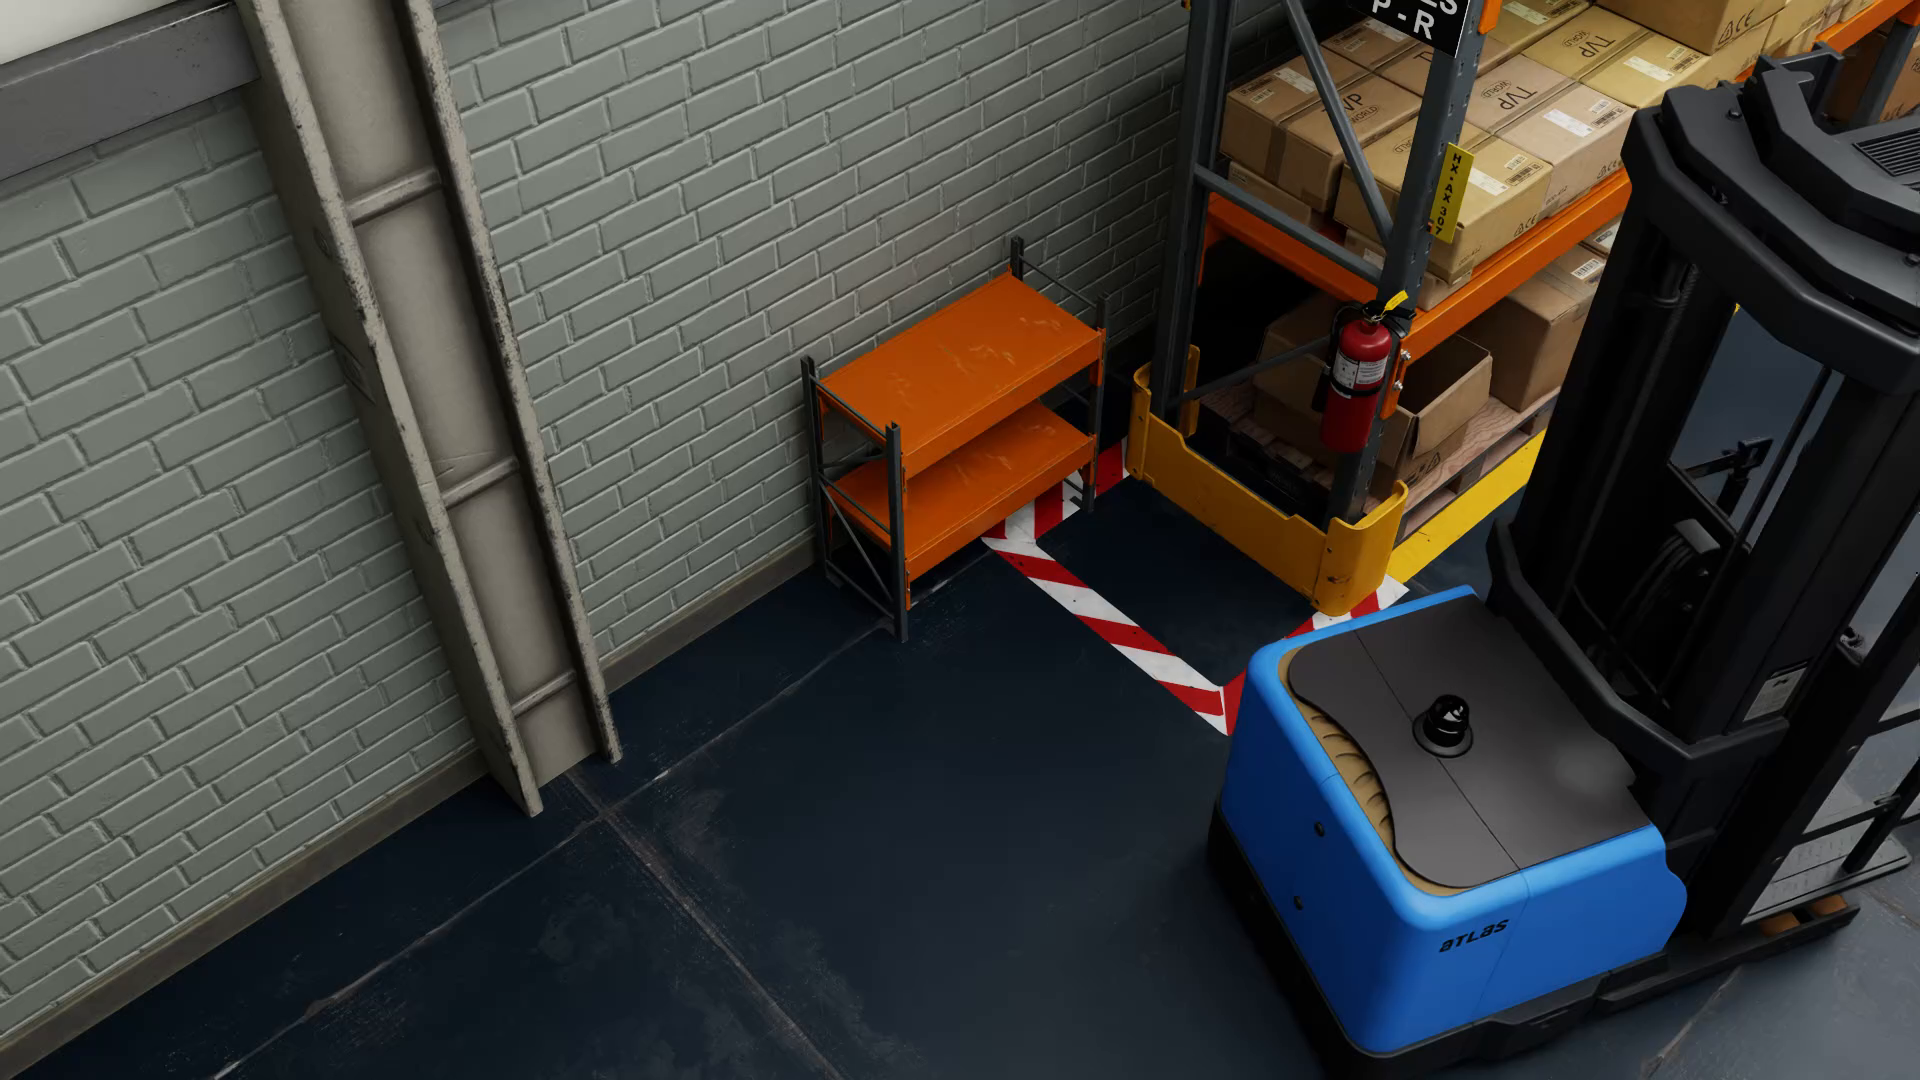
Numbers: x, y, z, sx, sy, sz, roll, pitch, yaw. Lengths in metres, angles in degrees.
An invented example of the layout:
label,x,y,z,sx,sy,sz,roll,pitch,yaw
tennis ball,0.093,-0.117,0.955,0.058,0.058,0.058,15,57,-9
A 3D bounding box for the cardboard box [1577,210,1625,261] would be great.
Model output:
label,x,y,z,sx,sy,sz,roll,pitch,yaw
cardboard box,2.768,-1.217,7.247,0.500,0.500,0.500,-33,55,-27

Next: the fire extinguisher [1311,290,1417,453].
label,x,y,z,sx,sy,sz,roll,pitch,yaw
fire extinguisher,1.336,-0.586,5.556,0.183,0.674,0.296,-34,56,-27

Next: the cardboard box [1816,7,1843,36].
label,x,y,z,sx,sy,sz,roll,pitch,yaw
cardboard box,3.461,-2.263,6.968,0.250,0.149,0.380,-32,55,-26

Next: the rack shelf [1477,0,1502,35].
label,x,y,z,sx,sy,sz,roll,pitch,yaw
rack shelf,2.614,-2.825,5.764,4.000,0.370,1.077,-34,56,-27

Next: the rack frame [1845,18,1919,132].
label,x,y,z,sx,sy,sz,roll,pitch,yaw
rack frame,4.094,-3.040,7.514,0.127,3.000,1.000,-34,56,-27

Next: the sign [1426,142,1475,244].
label,x,y,z,sx,sy,sz,roll,pitch,yaw
sign,1.499,-1.061,5.099,0.005,0.325,0.100,-34,56,-27

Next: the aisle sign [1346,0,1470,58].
label,x,y,z,sx,sy,sz,roll,pitch,yaw
aisle sign,1.281,-1.751,4.556,0.004,0.787,0.394,-34,56,-27

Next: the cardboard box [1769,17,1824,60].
label,x,y,z,sx,sy,sz,roll,pitch,yaw
cardboard box,3.291,-2.122,6.838,0.250,0.149,0.380,-35,56,-28

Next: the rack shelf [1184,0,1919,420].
label,x,y,z,sx,sy,sz,roll,pitch,yaw
rack shelf,2.614,-1.808,6.866,4.000,0.370,1.077,-34,56,-27

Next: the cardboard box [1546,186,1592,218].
label,x,y,z,sx,sy,sz,roll,pitch,yaw
cardboard box,2.118,-1.382,6.155,0.250,0.149,0.380,-32,55,-26

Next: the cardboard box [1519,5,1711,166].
label,x,y,z,sx,sy,sz,roll,pitch,yaw
cardboard box,2.397,-1.692,6.170,0.500,0.250,0.500,-35,56,-28

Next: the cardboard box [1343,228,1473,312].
label,x,y,z,sx,sy,sz,roll,pitch,yaw
cardboard box,1.562,-0.991,5.794,0.250,0.149,0.380,-34,56,-27

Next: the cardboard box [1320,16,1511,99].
label,x,y,z,sx,sy,sz,roll,pitch,yaw
cardboard box,1.678,-1.739,6.213,0.500,0.250,0.500,-34,56,-27

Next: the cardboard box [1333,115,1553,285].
label,x,y,z,sx,sy,sz,roll,pitch,yaw
cardboard box,1.651,-1.191,5.707,0.500,0.250,0.500,-33,56,-27

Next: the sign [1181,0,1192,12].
label,x,y,z,sx,sy,sz,roll,pitch,yaw
sign,0.776,-1.874,5.436,0.005,0.325,0.100,-34,56,-27

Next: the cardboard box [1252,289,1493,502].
label,x,y,z,sx,sy,sz,roll,pitch,yaw
cardboard box,1.651,-0.609,6.684,0.637,0.503,0.797,-36,57,-28

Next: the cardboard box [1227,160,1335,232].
label,x,y,z,sx,sy,sz,roll,pitch,yaw
cardboard box,1.199,-1.287,6.068,0.250,0.149,0.380,-34,56,-28

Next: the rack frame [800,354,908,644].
label,x,y,z,sx,sy,sz,roll,pitch,yaw
rack frame,-0.379,-0.126,6.101,0.032,1.125,0.500,-34,56,-27

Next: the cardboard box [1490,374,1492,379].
label,x,y,z,sx,sy,sz,roll,pitch,yaw
cardboard box,1.991,-0.678,6.989,0.250,0.149,0.380,-36,57,-28

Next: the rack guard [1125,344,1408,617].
label,x,y,z,sx,sy,sz,roll,pitch,yaw
rack guard,1.190,-0.253,6.643,0.348,0.500,1.175,-34,56,-27

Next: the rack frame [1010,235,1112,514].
label,x,y,z,sx,sy,sz,roll,pitch,yaw
rack frame,0.372,-0.630,6.566,0.032,1.125,0.500,-34,56,-27

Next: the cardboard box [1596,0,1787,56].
label,x,y,z,sx,sy,sz,roll,pitch,yaw
cardboard box,2.761,-2.187,6.116,0.500,0.500,0.500,-32,55,-26

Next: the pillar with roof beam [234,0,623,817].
label,x,y,z,sx,sy,sz,roll,pitch,yaw
pillar with roof beam,1.429,0.087,0.547,0.400,9.000,9.100,-34,56,-27

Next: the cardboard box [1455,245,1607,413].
label,x,y,z,sx,sy,sz,roll,pitch,yaw
cardboard box,2.309,-1.010,7.056,0.500,0.500,0.700,-32,55,-26

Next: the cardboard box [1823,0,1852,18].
label,x,y,z,sx,sy,sz,roll,pitch,yaw
cardboard box,3.520,-2.450,6.869,0.500,0.250,0.500,-34,56,-27

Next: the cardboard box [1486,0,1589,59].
label,x,y,z,sx,sy,sz,roll,pitch,yaw
cardboard box,2.048,-1.981,6.437,0.500,0.250,0.500,-32,55,-26

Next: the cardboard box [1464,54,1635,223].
label,x,y,z,sx,sy,sz,roll,pitch,yaw
cardboard box,2.024,-1.440,5.937,0.500,0.250,0.500,-33,55,-27

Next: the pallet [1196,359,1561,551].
label,x,y,z,sx,sy,sz,roll,pitch,yaw
pallet,1.780,-0.549,7.113,1.213,0.211,1.003,-34,56,-27

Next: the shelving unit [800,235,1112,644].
label,x,y,z,sx,sy,sz,roll,pitch,yaw
shelving unit,-0.004,-0.378,6.333,1.048,1.125,0.538,-34,56,-27

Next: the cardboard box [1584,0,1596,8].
label,x,y,z,sx,sy,sz,roll,pitch,yaw
cardboard box,2.435,-2.239,6.675,0.500,0.250,0.500,-34,56,-27

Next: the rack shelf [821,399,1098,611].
label,x,y,z,sx,sy,sz,roll,pitch,yaw
rack shelf,-0.004,-0.212,6.513,1.000,0.278,0.538,-34,56,-27

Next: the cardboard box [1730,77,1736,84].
label,x,y,z,sx,sy,sz,roll,pitch,yaw
cardboard box,2.874,-1.907,6.640,0.250,0.149,0.380,-34,56,-27

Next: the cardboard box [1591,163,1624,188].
label,x,y,z,sx,sy,sz,roll,pitch,yaw
cardboard box,2.311,-1.517,6.279,0.250,0.149,0.380,-33,55,-27

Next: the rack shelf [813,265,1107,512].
label,x,y,z,sx,sy,sz,roll,pitch,yaw
rack shelf,-0.004,-0.576,6.118,1.000,0.278,0.538,-34,56,-27

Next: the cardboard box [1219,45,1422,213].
label,x,y,z,sx,sy,sz,roll,pitch,yaw
cardboard box,1.296,-1.484,5.978,0.500,0.250,0.500,-32,55,-26

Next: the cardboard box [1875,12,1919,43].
label,x,y,z,sx,sy,sz,roll,pitch,yaw
cardboard box,4.538,-2.588,8.071,0.250,0.149,0.380,-31,55,-26

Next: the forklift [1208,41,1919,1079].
label,x,y,z,sx,sy,sz,roll,pitch,yaw
forklift,2.421,0.022,4.736,3.031,2.935,1.130,-15,49,-14

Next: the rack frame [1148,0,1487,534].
label,x,y,z,sx,sy,sz,roll,pitch,yaw
rack frame,1.134,-1.063,5.690,0.127,3.000,1.000,-34,56,-27

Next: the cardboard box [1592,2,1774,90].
label,x,y,z,sx,sy,sz,roll,pitch,yaw
cardboard box,2.761,-1.957,6.414,0.500,0.250,0.500,-35,56,-28

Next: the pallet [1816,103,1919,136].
label,x,y,z,sx,sy,sz,roll,pitch,yaw
pallet,4.670,-2.517,8.929,1.213,0.211,1.003,-34,56,-27

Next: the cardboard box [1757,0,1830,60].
label,x,y,z,sx,sy,sz,roll,pitch,yaw
cardboard box,3.142,-2.211,6.649,0.500,0.250,0.500,-34,56,-27

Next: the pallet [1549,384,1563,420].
label,x,y,z,sx,sy,sz,roll,pitch,yaw
pallet,2.682,-1.149,7.667,1.213,0.211,1.003,-34,56,-27

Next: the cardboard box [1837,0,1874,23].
label,x,y,z,sx,sy,sz,roll,pitch,yaw
cardboard box,3.674,-2.378,7.074,0.250,0.149,0.380,-32,55,-26

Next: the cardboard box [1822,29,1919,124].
label,x,y,z,sx,sy,sz,roll,pitch,yaw
cardboard box,4.603,-2.452,8.387,0.500,0.500,0.500,-31,55,-26
